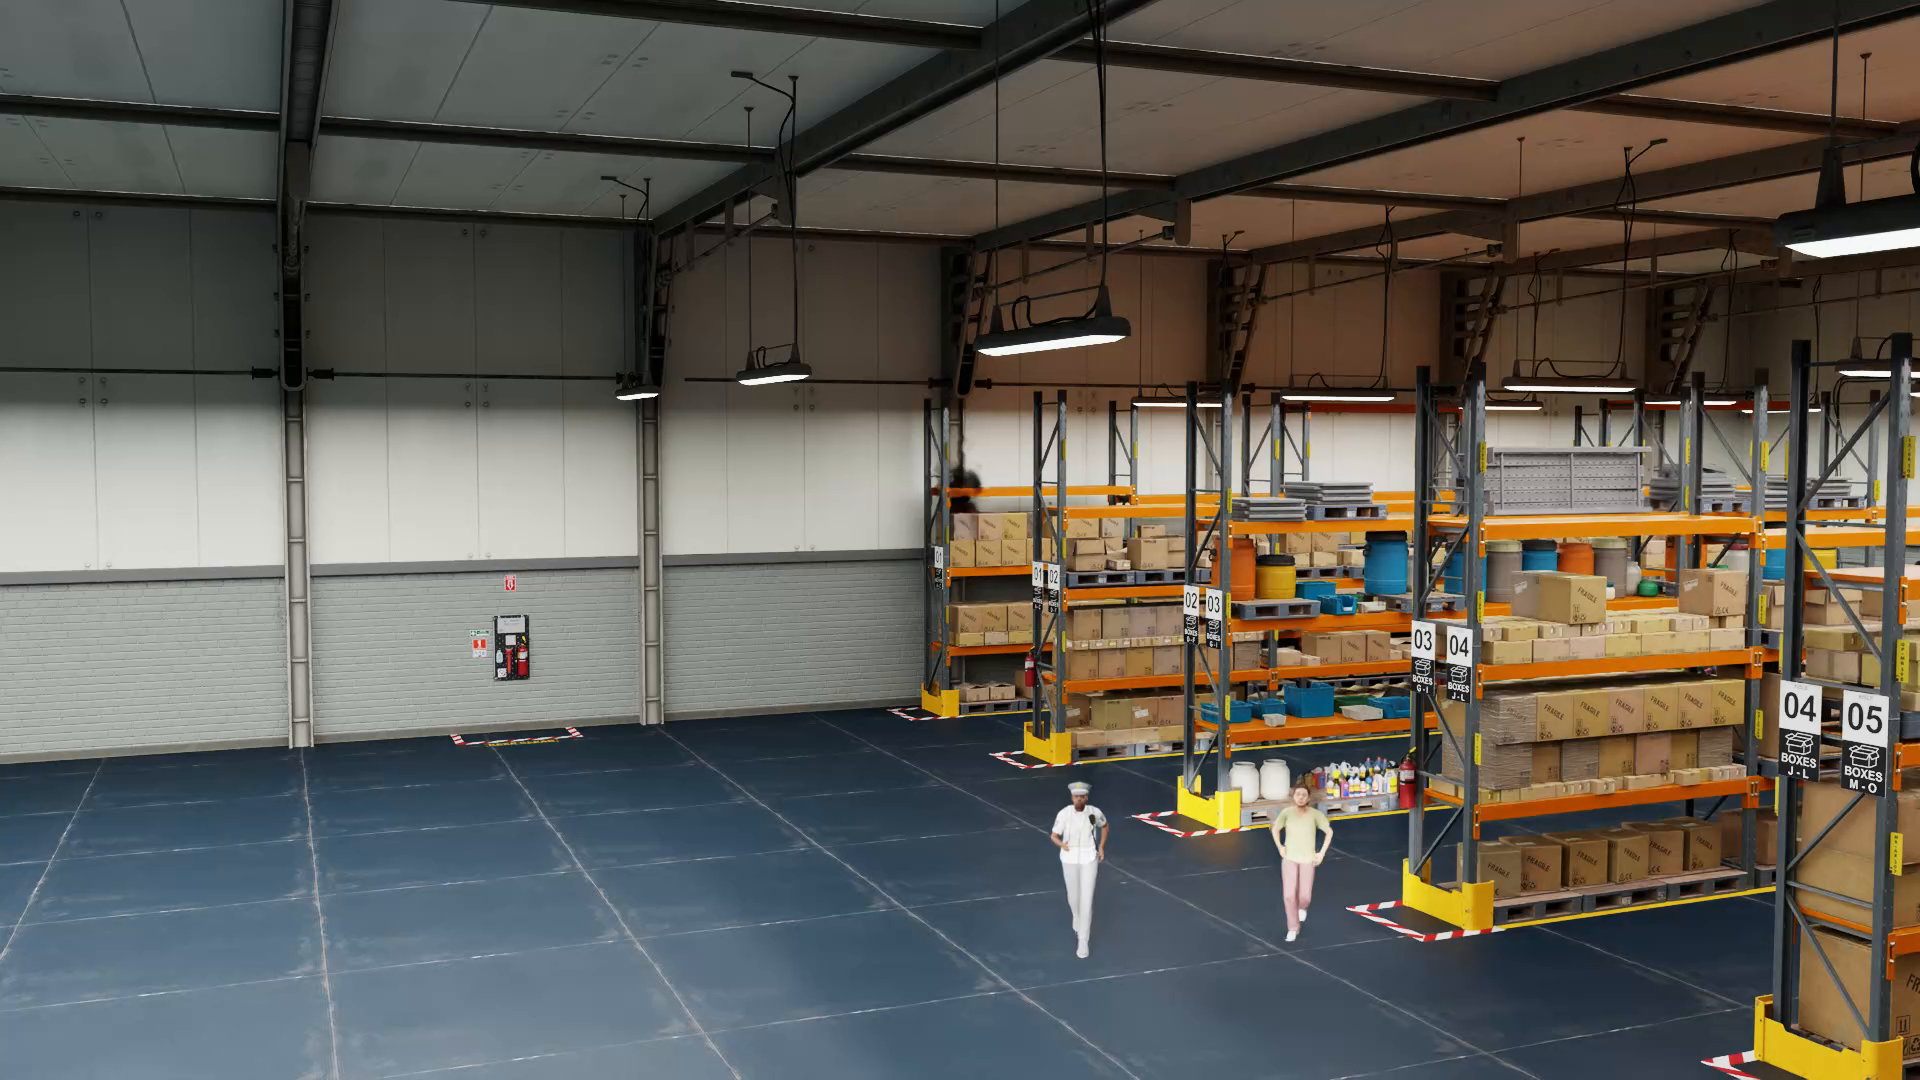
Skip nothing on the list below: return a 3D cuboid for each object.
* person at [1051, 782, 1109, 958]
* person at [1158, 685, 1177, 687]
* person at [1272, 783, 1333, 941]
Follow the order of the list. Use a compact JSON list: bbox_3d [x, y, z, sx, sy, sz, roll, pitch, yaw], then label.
[{"bbox_3d":[1.221,3.299,17.014,0.583,1.703,0.939,1,3,9],"label":"person"},{"bbox_3d":[3.838,2.520,30.288,0.576,1.720,0.698,-2,4,-33],"label":"person"},{"bbox_3d":[3.563,3.341,17.411,0.596,1.636,0.597,1,4,17],"label":"person"}]
